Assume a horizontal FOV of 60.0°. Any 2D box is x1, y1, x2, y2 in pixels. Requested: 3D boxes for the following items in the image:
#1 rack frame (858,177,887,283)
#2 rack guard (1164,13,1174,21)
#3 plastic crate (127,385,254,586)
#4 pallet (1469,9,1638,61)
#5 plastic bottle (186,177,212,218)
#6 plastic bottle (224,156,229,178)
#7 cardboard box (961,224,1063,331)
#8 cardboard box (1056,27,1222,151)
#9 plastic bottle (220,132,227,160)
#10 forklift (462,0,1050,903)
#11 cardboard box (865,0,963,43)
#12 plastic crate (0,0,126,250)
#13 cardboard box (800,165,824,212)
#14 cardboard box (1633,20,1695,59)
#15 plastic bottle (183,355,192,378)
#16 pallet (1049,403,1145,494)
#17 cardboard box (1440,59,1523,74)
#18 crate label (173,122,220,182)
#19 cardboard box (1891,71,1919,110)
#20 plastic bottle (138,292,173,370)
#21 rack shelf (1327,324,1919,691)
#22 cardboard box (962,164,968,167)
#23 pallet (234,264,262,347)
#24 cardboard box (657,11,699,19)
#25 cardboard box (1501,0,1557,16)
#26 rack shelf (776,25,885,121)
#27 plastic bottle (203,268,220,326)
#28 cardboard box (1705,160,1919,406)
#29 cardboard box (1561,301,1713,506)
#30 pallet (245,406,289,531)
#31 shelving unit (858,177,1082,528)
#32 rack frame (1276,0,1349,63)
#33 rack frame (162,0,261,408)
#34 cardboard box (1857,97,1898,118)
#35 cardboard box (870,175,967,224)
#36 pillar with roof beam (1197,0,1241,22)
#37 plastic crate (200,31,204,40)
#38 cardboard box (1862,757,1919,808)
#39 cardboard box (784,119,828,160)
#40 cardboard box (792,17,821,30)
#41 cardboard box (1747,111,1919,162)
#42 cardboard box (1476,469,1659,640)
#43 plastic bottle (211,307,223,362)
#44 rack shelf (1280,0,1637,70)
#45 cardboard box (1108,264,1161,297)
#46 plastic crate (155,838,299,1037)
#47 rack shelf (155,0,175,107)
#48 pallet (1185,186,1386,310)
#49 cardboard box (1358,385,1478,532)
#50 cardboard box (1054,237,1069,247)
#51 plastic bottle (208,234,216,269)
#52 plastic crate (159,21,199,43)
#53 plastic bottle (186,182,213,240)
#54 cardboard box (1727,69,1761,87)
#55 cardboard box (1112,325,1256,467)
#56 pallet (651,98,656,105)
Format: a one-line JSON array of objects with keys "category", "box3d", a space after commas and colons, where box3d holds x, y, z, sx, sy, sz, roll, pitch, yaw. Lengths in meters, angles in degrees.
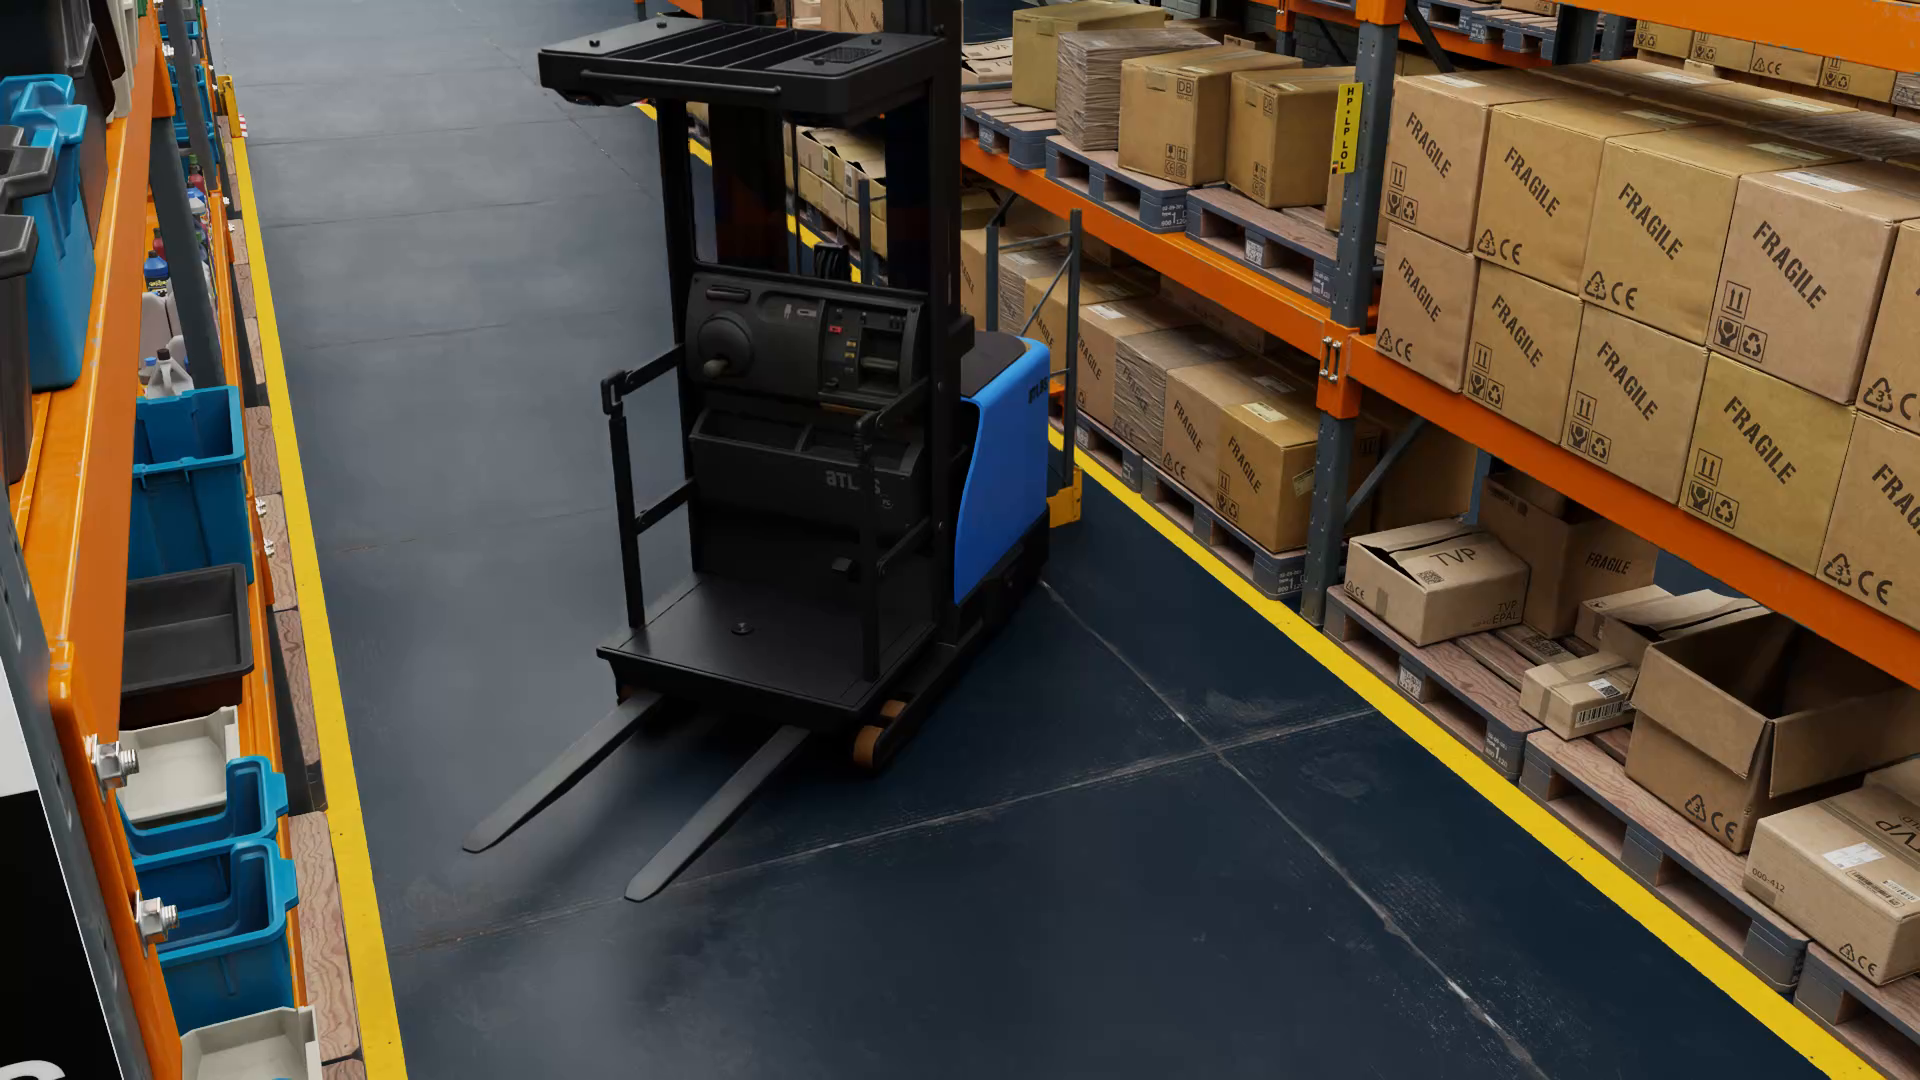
[{"category": "rack frame", "box3d": [-0.265, -1.082, 8.257, 0.500, 1.500, 0.032, -17, 31, -31]}, {"category": "rack guard", "box3d": [1.815, -5.628, 18.706, 1.175, 0.500, 0.348, -11, 28, -21]}, {"category": "plastic crate", "box3d": [-2.134, -0.125, 4.536, 0.392, 0.384, 0.575, -11, 28, -21]}, {"category": "pallet", "box3d": [4.542, -3.735, 12.200, 1.213, 0.211, 1.003, -11, 28, -21]}, {"category": "plastic bottle", "box3d": [-3.618, -1.621, 7.877, 0.097, 0.201, 0.097, 0, 26, 0]}, {"category": "plastic bottle", "box3d": [-5.772, -2.945, 12.881, 0.144, 0.351, 0.185, -12, 28, -23]}, {"category": "cardboard box", "box3d": [0.277, -1.541, 9.834, 0.500, 0.500, 0.500, -9, 28, -18]}, {"category": "cardboard box", "box3d": [0.895, -2.296, 8.441, 0.700, 0.500, 0.500, -5, 27, -11]}, {"category": "plastic bottle", "box3d": [-6.080, -3.224, 13.538, 0.152, 0.276, 0.135, -11, 28, -22]}, {"category": "forklift", "box3d": [-0.660, -0.693, 5.828, 1.130, 2.935, 3.031, 11, 28, 21]}, {"category": "cardboard box", "box3d": [-0.310, -3.419, 11.219, 0.500, 0.500, 0.500, -12, 29, -23]}, {"category": "plastic crate", "box3d": [-1.410, -0.604, 2.220, 0.504, 0.338, 0.767, -11, 28, -21]}, {"category": "cardboard box", "box3d": [-0.870, -2.646, 12.407, 0.500, 0.250, 0.500, -11, 28, -22]}, {"category": "cardboard box", "box3d": [4.873, -3.499, 11.023, 0.500, 0.500, 0.500, -10, 28, -19]}, {"category": "plastic bottle", "box3d": [-2.534, -0.535, 5.573, 0.097, 0.271, 0.097, 0, 26, 0]}, {"category": "pallet", "box3d": [1.094, -0.646, 8.833, 1.003, 0.211, 1.213, -11, 28, -21]}, {"category": "cardboard box", "box3d": [4.217, -3.693, 13.387, 0.500, 0.250, 0.500, -11, 28, -21]}, {"category": "crate label", "box3d": [-4.017, -2.009, 8.636, 0.303, 0.233, 0.416, -11, 28, -21]}, {"category": "cardboard box", "box3d": [5.675, -2.676, 9.337, 0.500, 0.500, 0.500, -11, 28, -20]}, {"category": "plastic bottle", "box3d": [-2.964, -0.779, 6.068, 0.152, 0.276, 0.135, -11, 28, -21]}, {"category": "rack shelf", "box3d": [2.712, 0.046, 5.056, 1.077, 0.370, 4.000, -11, 28, -21]}, {"category": "cardboard box", "box3d": [0.016, -2.583, 11.638, 0.500, 0.311, 0.500, -11, 28, -22]}, {"category": "pallet", "box3d": [-4.939, -1.408, 10.393, 1.003, 0.211, 1.213, -11, 28, -21]}, {"category": "cardboard box", "box3d": [-2.568, -4.763, 15.886, 0.500, 0.500, 0.500, -11, 28, -21]}, {"category": "cardboard box", "box3d": [4.482, -4.203, 12.325, 0.700, 0.500, 0.500, -13, 29, -25]}, {"category": "rack shelf", "box3d": [-0.421, -3.183, 11.671, 1.077, 0.370, 4.000, -11, 28, -21]}, {"category": "plastic bottle", "box3d": [-2.935, -0.948, 6.420, 0.097, 0.271, 0.097, 0, 26, 0]}, {"category": "cardboard box", "box3d": [2.461, -0.716, 4.544, 0.500, 0.500, 0.500, -10, 28, -19]}, {"category": "cardboard box", "box3d": [2.275, -0.468, 5.176, 0.500, 0.500, 0.500, -11, 28, -21]}, {"category": "pallet", "box3d": [-3.850, -0.285, 8.094, 1.003, 0.211, 1.213, -11, 28, -21]}, {"category": "shelving unit", "box3d": [0.035, -0.897, 7.878, 0.587, 1.500, 1.083, -17, 31, -31]}, {"category": "rack frame", "box3d": [3.352, -5.167, 14.913, 1.000, 3.000, 0.127, -11, 28, -21]}, {"category": "rack frame", "box3d": [-4.197, -1.850, 8.119, 1.000, 3.000, 0.127, -11, 28, -21]}, {"category": "cardboard box", "box3d": [5.542, -2.551, 9.819, 0.380, 0.149, 0.250, -10, 28, -19]}, {"category": "cardboard box", "box3d": [-0.279, -2.282, 11.021, 0.500, 0.311, 0.500, -11, 28, -21]}, {"category": "pillar with roof beam", "box3d": [-1.105, -8.604, 15.115, 9.100, 9.000, 0.400, -11, 28, -21]}, {"category": "plastic crate", "box3d": [-5.852, -3.670, 11.918, 0.767, 0.338, 0.504, -11, 28, -21]}, {"category": "cardboard box", "box3d": [3.151, 0.896, 5.128, 0.500, 0.250, 0.500, -11, 28, -21]}, {"category": "cardboard box", "box3d": [-1.081, -3.106, 12.710, 0.500, 0.311, 0.500, -11, 28, -21]}, {"category": "cardboard box", "box3d": [-1.046, -3.808, 12.417, 0.380, 0.149, 0.250, -11, 28, -21]}, {"category": "cardboard box", "box3d": [2.765, -1.009, 5.144, 0.500, 0.500, 0.500, -10, 28, -20]}, {"category": "cardboard box", "box3d": [2.413, 0.022, 6.633, 0.500, 0.500, 0.500, -11, 28, -21]}, {"category": "plastic bottle", "box3d": [-2.730, -0.762, 6.025, 0.061, 0.283, 0.133, -11, 28, -21]}, {"category": "rack shelf", "box3d": [4.135, -4.036, 13.417, 1.077, 0.370, 4.000, -11, 28, -21]}, {"category": "cardboard box", "box3d": [1.147, -1.227, 9.193, 0.500, 0.500, 0.500, -12, 28, -22]}, {"category": "plastic crate", "box3d": [-1.374, 0.740, 2.937, 0.416, 0.233, 0.300, -11, 28, -21]}, {"category": "rack shelf", "box3d": [-3.414, -2.067, 5.965, 1.077, 0.370, 4.000, -11, 28, -21]}, {"category": "pallet", "box3d": [1.716, -1.339, 7.293, 1.003, 0.211, 1.213, -11, 28, -21]}, {"category": "cardboard box", "box3d": [1.963, -0.396, 7.490, 0.500, 0.500, 0.500, -12, 28, -23]}, {"category": "cardboard box", "box3d": [0.427, -1.914, 10.907, 0.500, 0.250, 0.500, -11, 28, -21]}, {"category": "plastic bottle", "box3d": [-3.261, -1.252, 7.123, 0.097, 0.201, 0.097, 0, 26, 0]}, {"category": "plastic crate", "box3d": [-5.045, -3.065, 10.628, 0.392, 0.384, 0.575, -11, 28, -21]}, {"category": "plastic bottle", "box3d": [-3.451, -1.480, 7.510, 0.097, 0.271, 0.097, 0, 26, 0]}, {"category": "cardboard box", "box3d": [5.163, -2.970, 10.677, 0.380, 0.149, 0.250, -11, 28, -21]}, {"category": "cardboard box", "box3d": [1.090, -0.712, 8.138, 0.500, 0.500, 0.500, -10, 28, -20]}, {"category": "pallet", "box3d": [-2.433, -4.374, 16.468, 1.003, 0.211, 1.213, -11, 28, -21]}]
